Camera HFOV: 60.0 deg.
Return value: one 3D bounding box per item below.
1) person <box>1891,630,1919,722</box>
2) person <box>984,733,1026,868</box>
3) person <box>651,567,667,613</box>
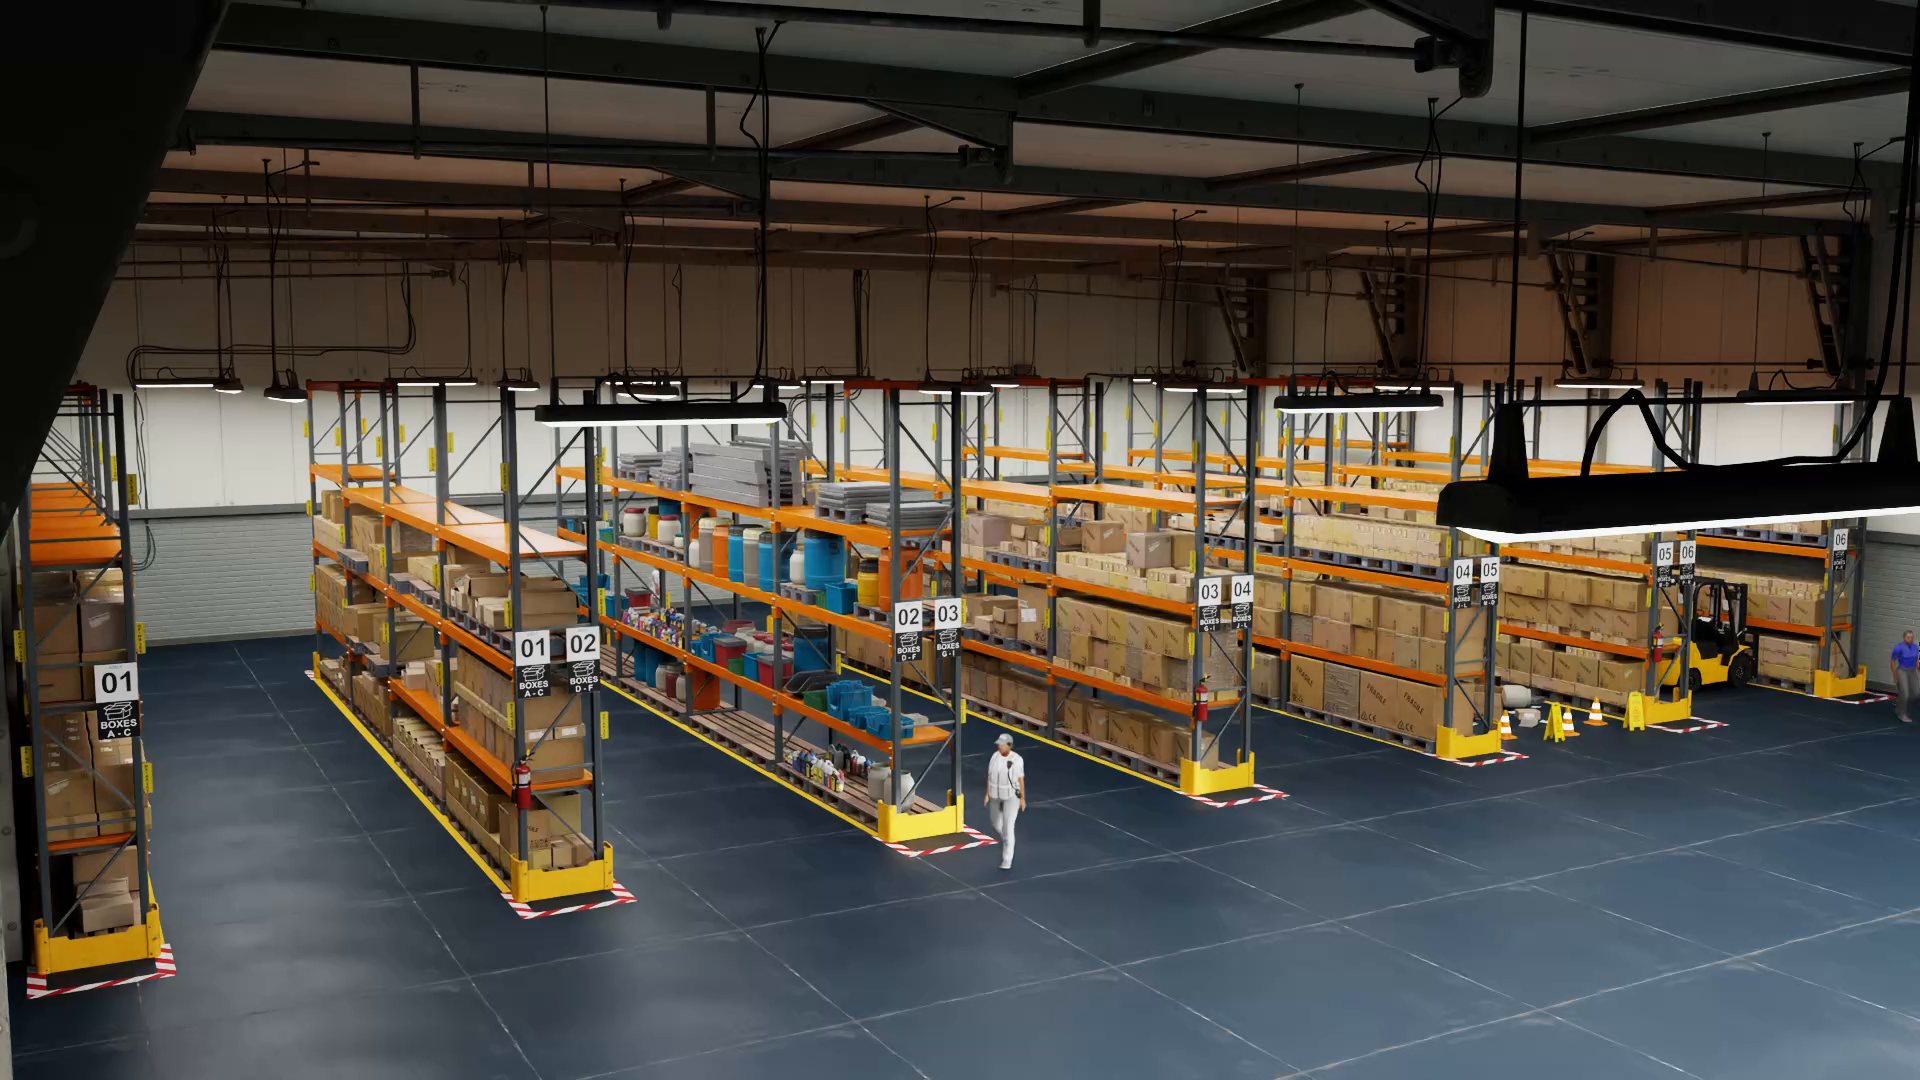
[{"bbox_3d":[16.755,2.387,29.529,0.522,1.640,0.486,-1,6,-8],"label":"person"},{"bbox_3d":[0.590,3.263,21.132,0.480,1.646,0.787,4,7,31],"label":"person"},{"bbox_3d":[-7.007,1.318,38.650,0.454,1.782,0.592,-3,7,-25],"label":"person"}]
